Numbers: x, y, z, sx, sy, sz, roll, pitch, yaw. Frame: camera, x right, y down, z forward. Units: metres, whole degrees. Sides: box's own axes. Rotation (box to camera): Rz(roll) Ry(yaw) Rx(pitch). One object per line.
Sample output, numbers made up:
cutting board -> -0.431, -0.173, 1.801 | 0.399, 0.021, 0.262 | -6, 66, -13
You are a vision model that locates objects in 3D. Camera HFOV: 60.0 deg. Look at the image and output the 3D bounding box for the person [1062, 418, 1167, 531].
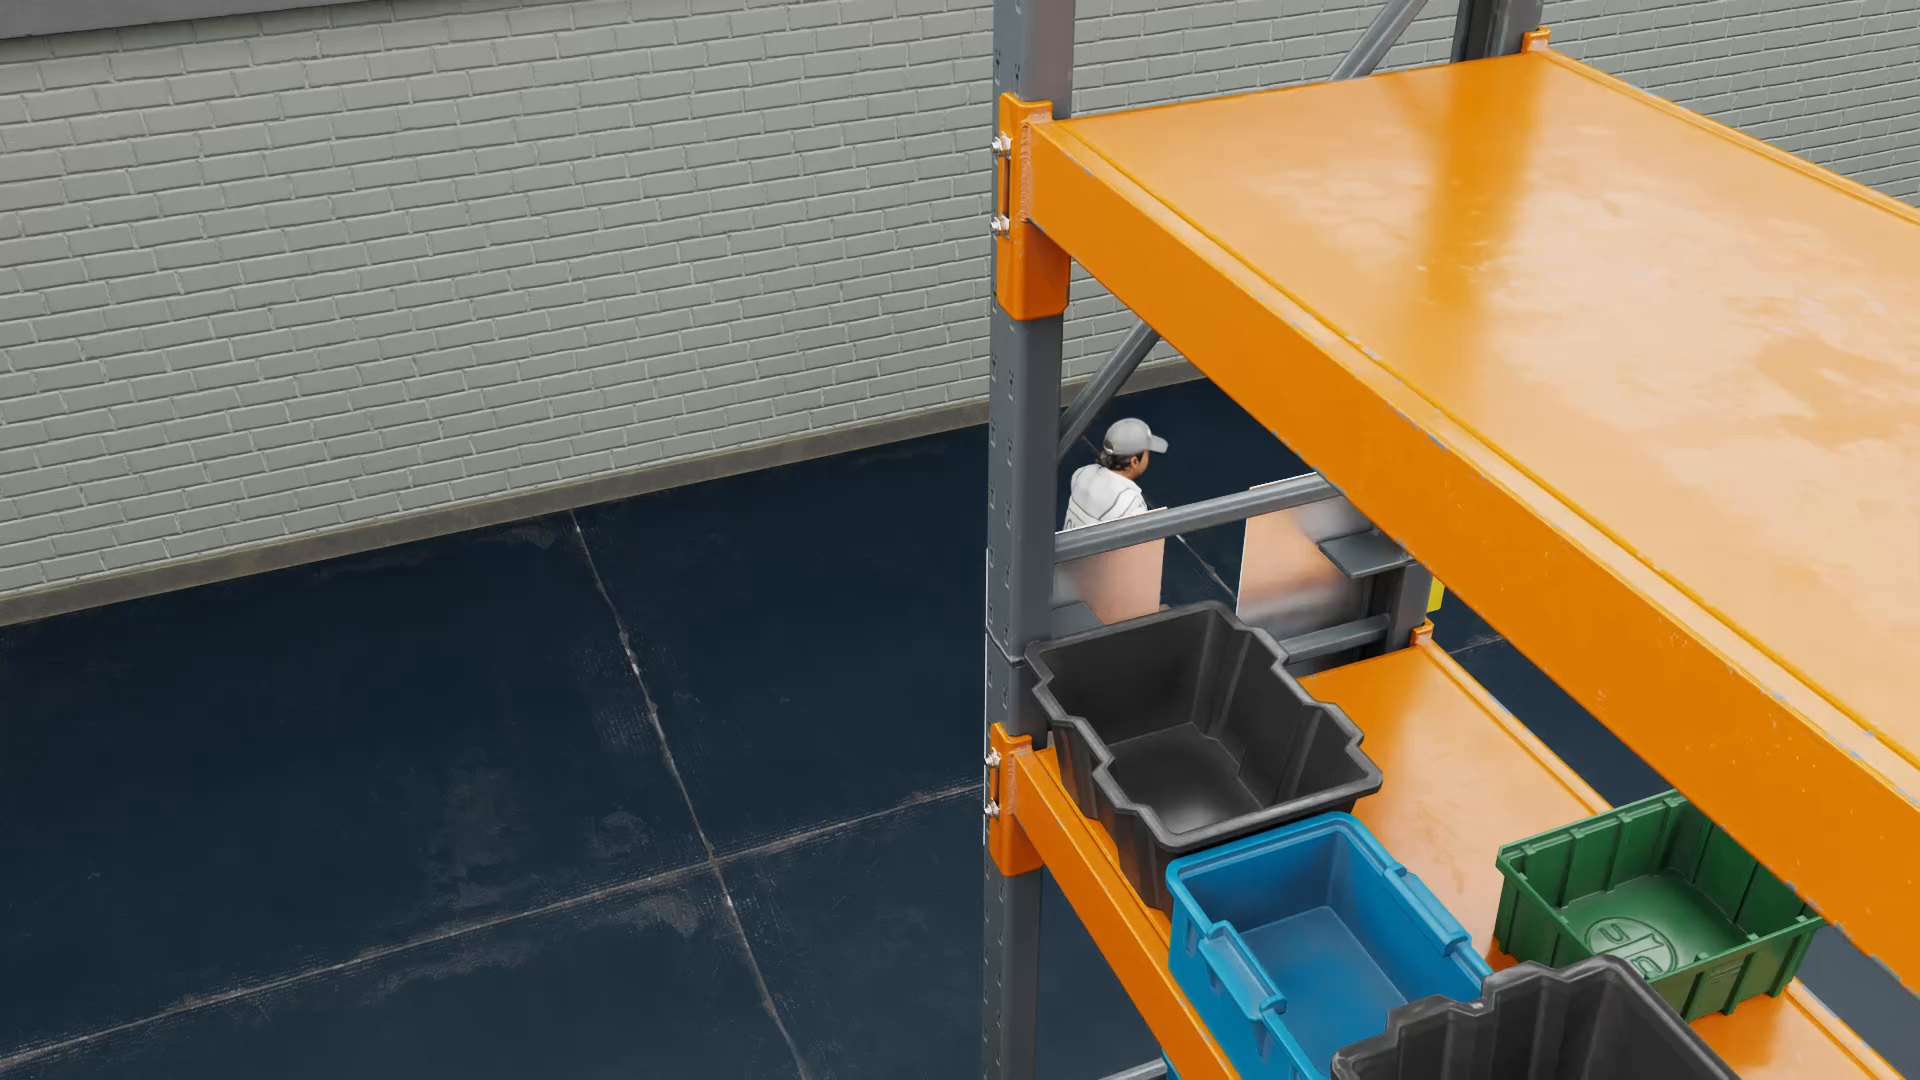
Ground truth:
person -> 0.653, 0.244, 7.152 | 0.467, 1.665, 0.555 | -15, 37, -21
